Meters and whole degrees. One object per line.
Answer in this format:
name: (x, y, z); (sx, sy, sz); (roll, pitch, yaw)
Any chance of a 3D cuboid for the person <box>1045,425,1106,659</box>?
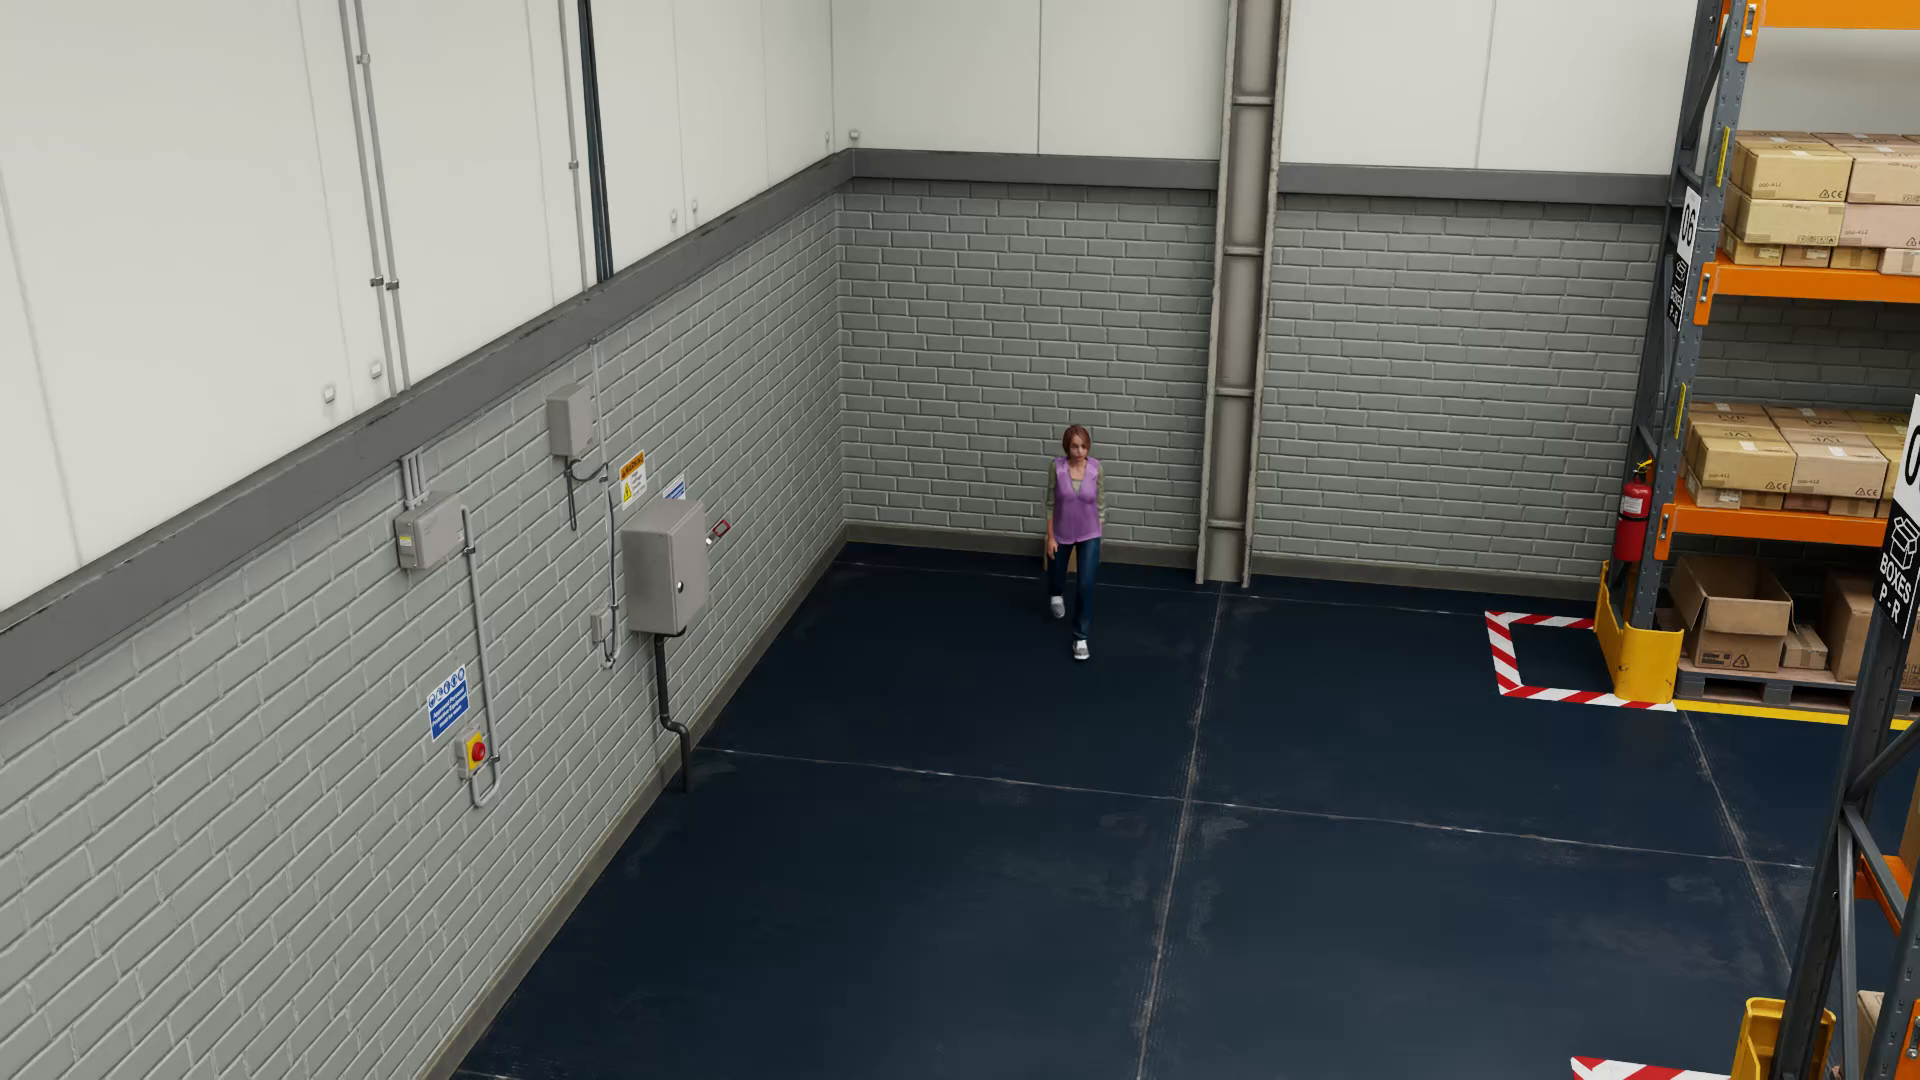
person: (0.774, -0.048, 11.193); (0.406, 1.571, 0.759); (1, 22, 3)
